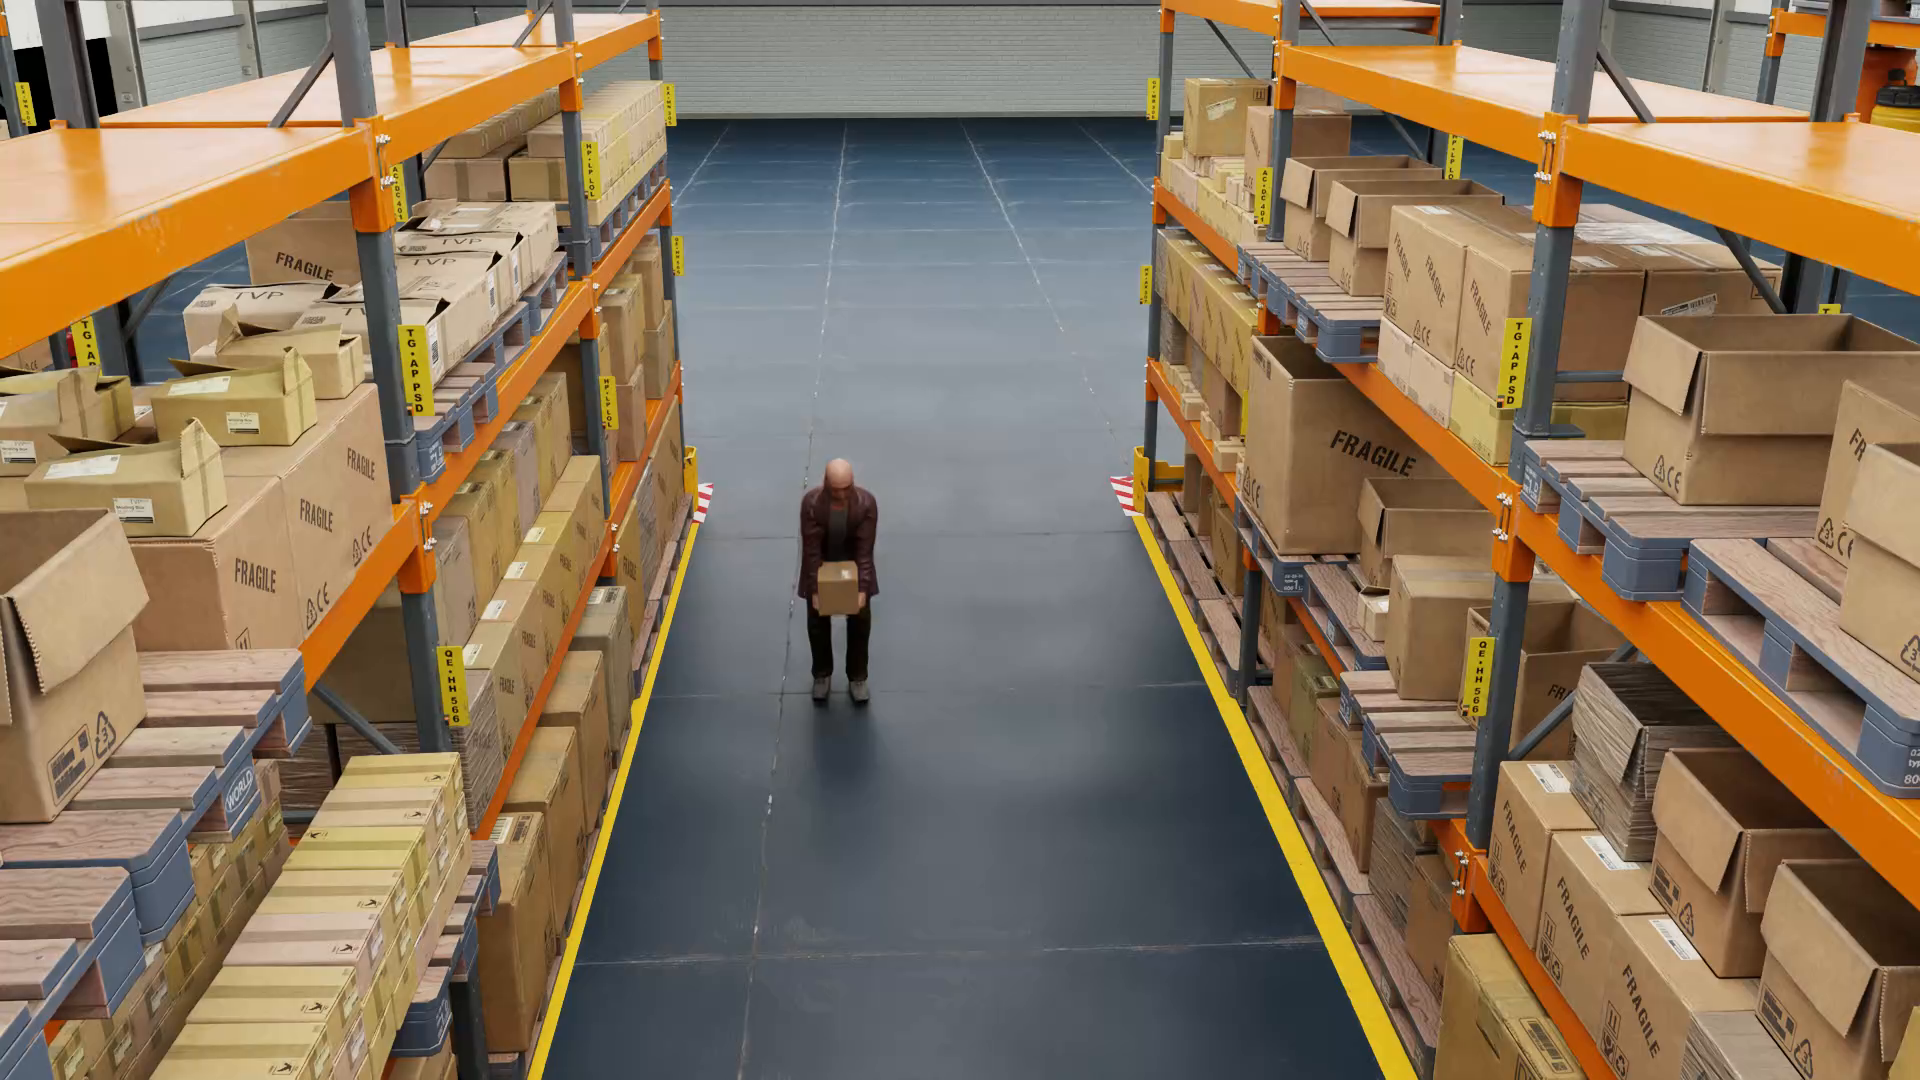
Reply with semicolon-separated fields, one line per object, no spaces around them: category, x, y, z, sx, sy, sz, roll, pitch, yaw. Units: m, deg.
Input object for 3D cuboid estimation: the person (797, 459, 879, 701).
person;-0.780;0.233;10.616;0.533;1.678;0.629;-1;20;-4
